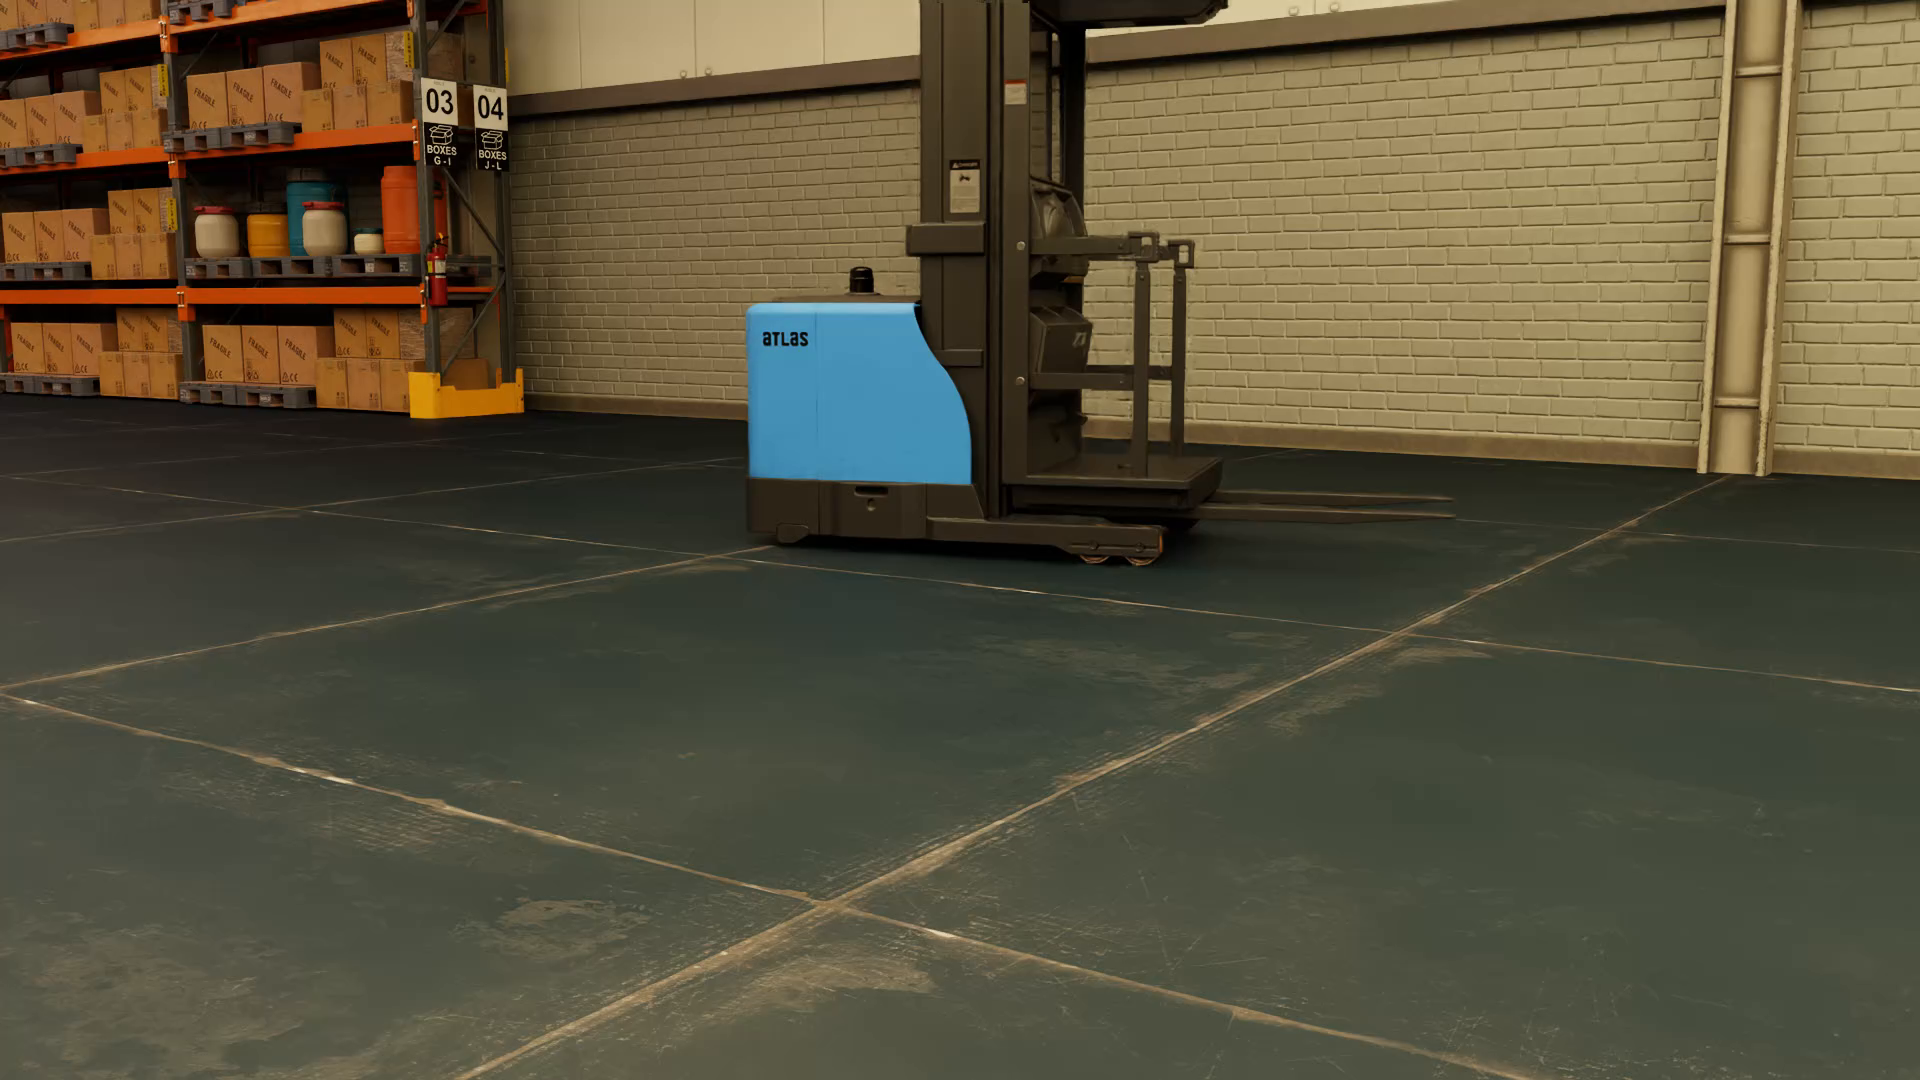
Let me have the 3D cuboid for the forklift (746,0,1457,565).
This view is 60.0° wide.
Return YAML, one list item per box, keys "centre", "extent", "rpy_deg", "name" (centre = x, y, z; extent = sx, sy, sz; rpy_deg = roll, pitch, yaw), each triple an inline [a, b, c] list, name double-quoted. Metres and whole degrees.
- centre: [0.629, -1.432, 7.260]
  extent: [3.031, 2.935, 1.130]
  rpy_deg: [2, 8, 14]
  name: "forklift"

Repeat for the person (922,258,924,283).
- centre: [0.047, -1.336, 10.691]
  extent: [0.576, 1.769, 0.683]
  rpy_deg: [-1, 8, -10]
  name: "person"
